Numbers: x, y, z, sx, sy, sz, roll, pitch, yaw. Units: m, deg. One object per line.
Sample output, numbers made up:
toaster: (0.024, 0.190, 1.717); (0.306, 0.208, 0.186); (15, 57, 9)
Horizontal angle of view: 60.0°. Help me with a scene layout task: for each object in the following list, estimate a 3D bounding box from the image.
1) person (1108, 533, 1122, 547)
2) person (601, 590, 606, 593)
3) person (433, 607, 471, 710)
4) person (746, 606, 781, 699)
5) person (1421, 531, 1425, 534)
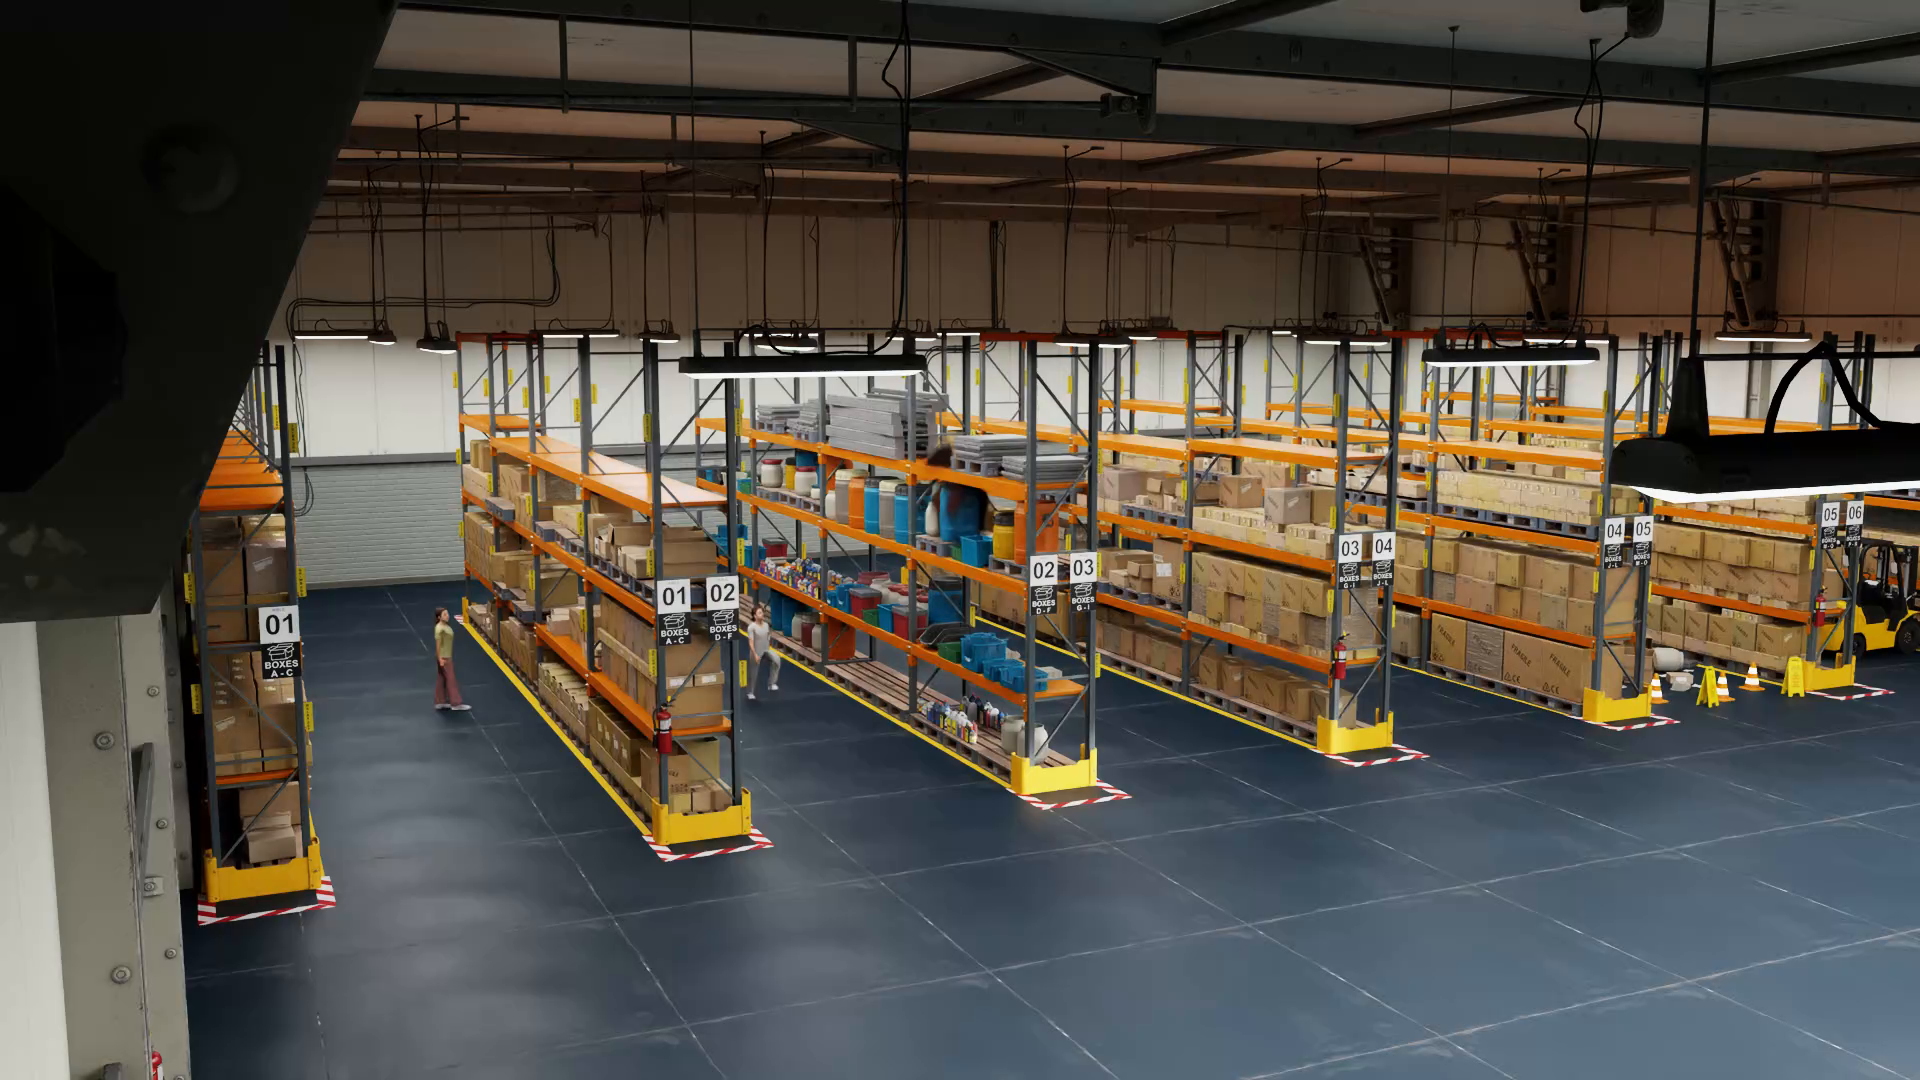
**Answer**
person: (4.096, -0.349, 43.609); (0.463, 1.677, 0.457); (-4, 9, -27)
person: (-6.440, 1.342, 31.166); (0.556, 1.597, 0.965); (-3, 8, -24)
person: (-8.210, 1.901, 26.803); (0.563, 1.669, 0.487); (-2, 8, -16)
person: (-3.255, 1.864, 27.083); (0.448, 1.582, 1.042); (-4, 8, -25)
person: (9.849, 0.694, 35.396); (0.425, 1.773, 0.585); (-1, 8, -7)
